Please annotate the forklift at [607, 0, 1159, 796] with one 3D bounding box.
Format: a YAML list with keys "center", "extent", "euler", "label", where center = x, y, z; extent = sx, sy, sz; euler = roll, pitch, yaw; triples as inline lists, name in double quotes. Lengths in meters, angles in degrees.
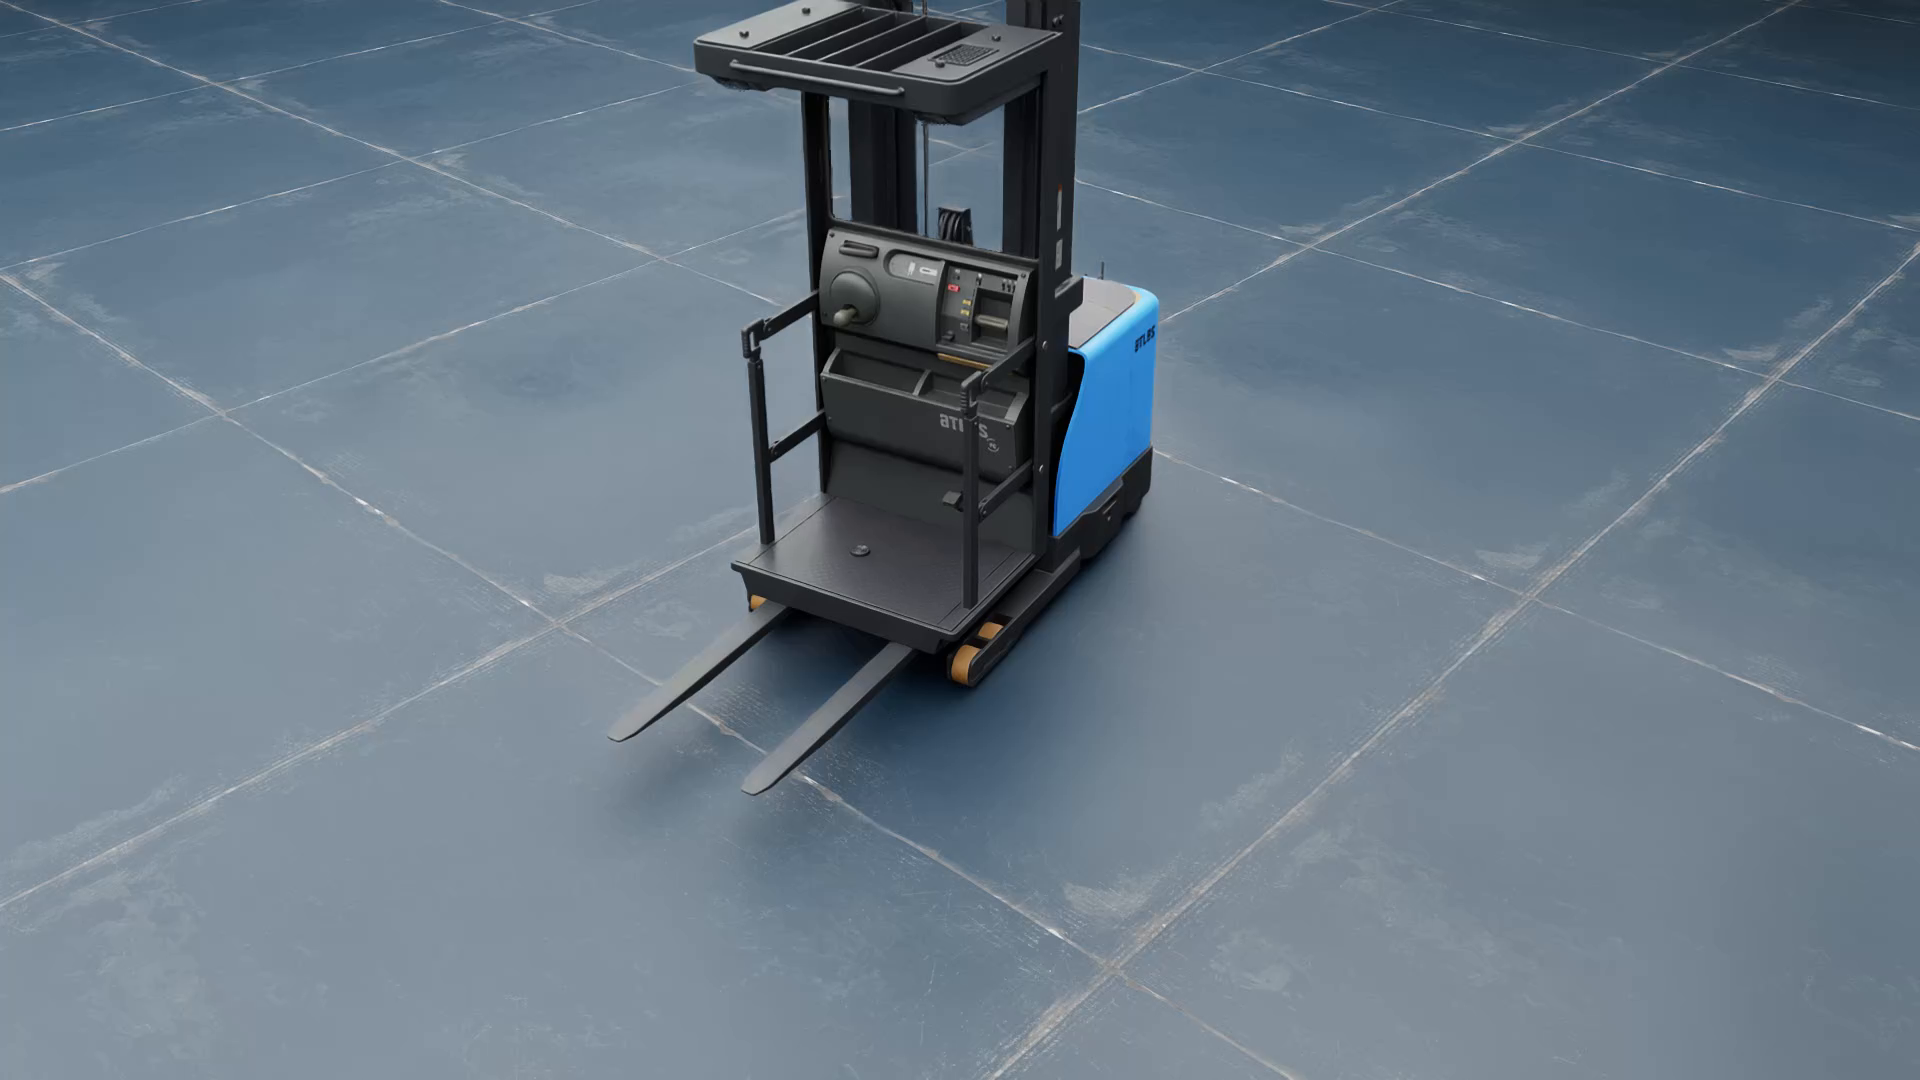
- center: [-0.254, -0.932, 6.456]
  extent: [1.130, 2.935, 3.031]
  euler: [17, 35, 25]
  label: "forklift"

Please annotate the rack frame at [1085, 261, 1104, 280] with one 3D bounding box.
- center: [0.636, -0.837, 8.122]
  extent: [0.008, 1.050, 0.200]
  euler: [17, 35, 25]
  label: "rack frame"

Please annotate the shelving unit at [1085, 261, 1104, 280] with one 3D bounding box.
- center: [0.530, -0.868, 8.174]
  extent: [0.252, 1.050, 0.215]
  euler: [17, 35, 25]
  label: "shelving unit"
